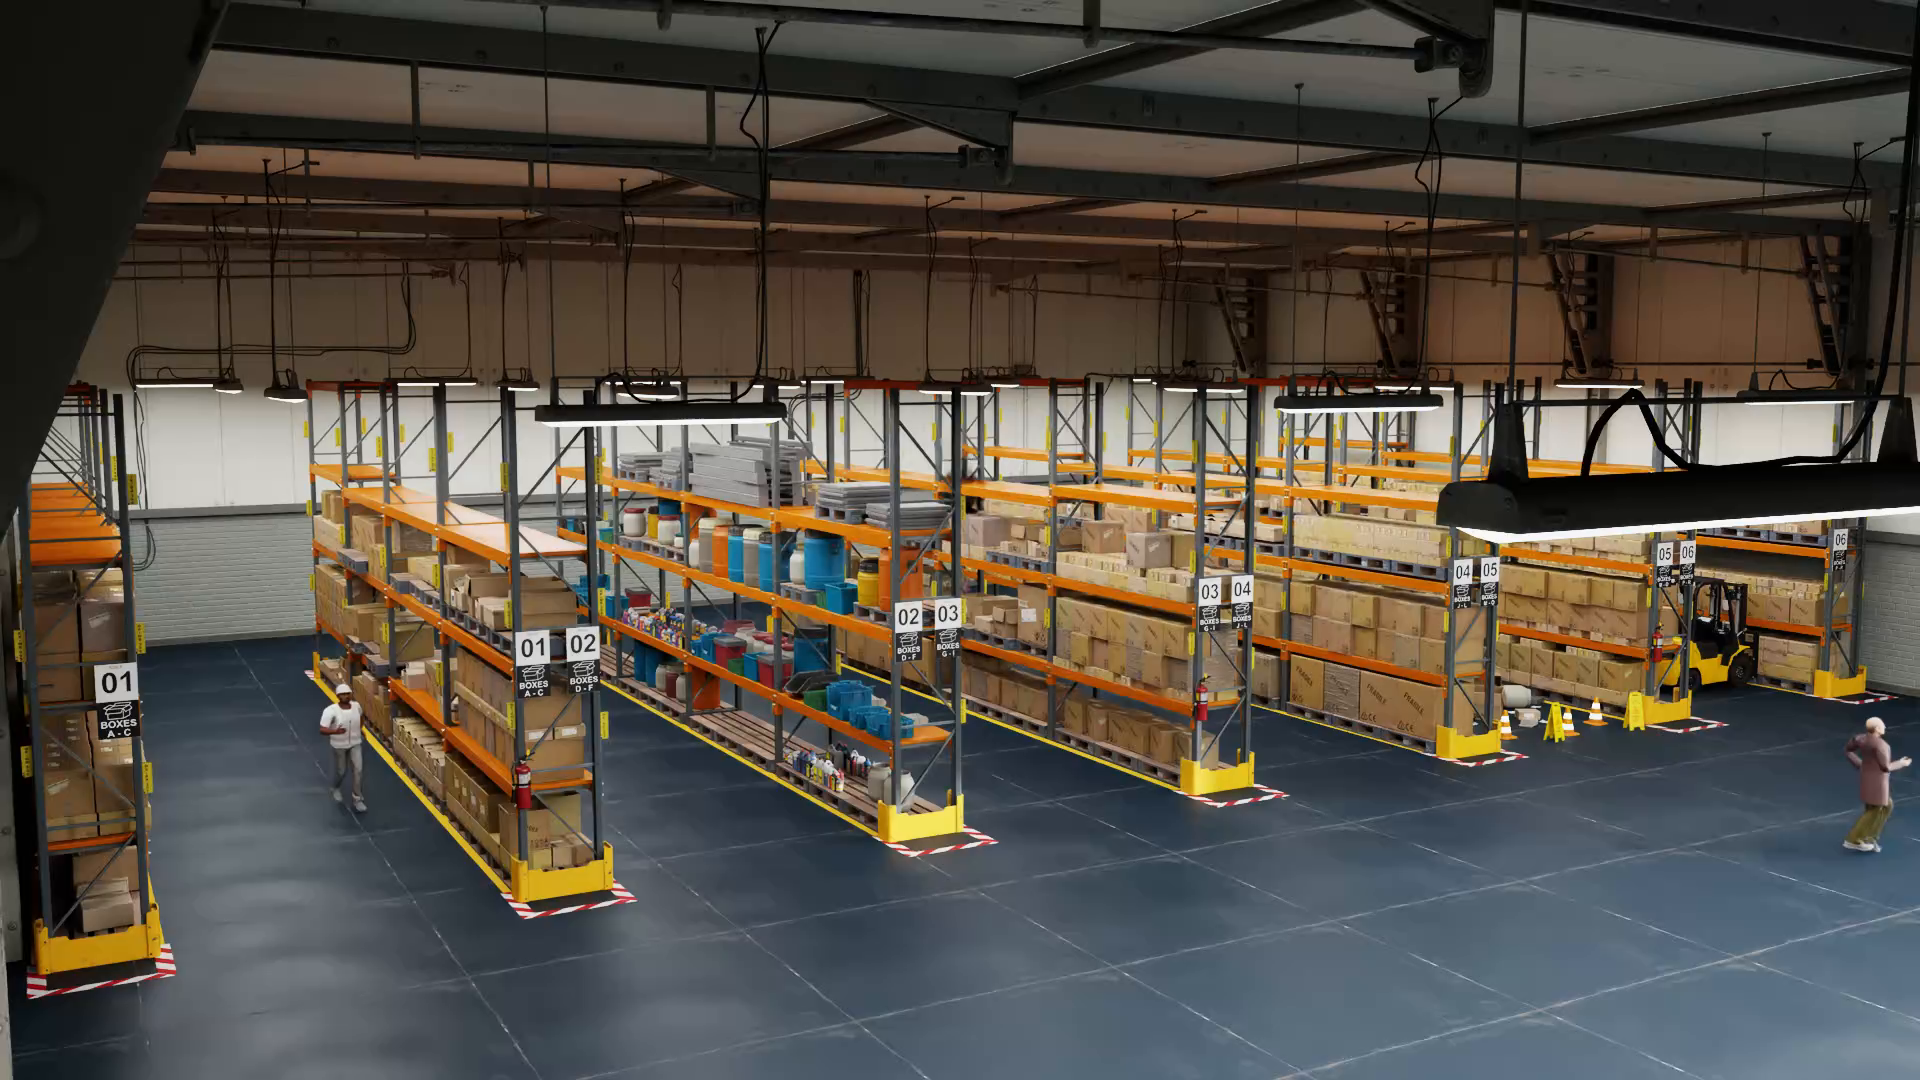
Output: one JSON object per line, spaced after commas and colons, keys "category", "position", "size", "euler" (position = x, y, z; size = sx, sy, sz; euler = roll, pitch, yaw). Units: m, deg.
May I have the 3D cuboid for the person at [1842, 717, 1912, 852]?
{"category": "person", "position": [11.824, 3.179, 21.467], "size": [0.754, 1.814, 0.688], "euler": [1, 6, 6]}

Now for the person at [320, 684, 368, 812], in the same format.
{"category": "person", "position": [-8.699, 2.916, 23.567], "size": [0.701, 1.765, 0.917], "euler": [-5, 8, -40]}

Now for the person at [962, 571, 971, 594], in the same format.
{"category": "person", "position": [0.092, 1.495, 38.055], "size": [0.506, 1.561, 0.611], "euler": [-3, 7, -27]}

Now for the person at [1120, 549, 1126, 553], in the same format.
{"category": "person", "position": [4.146, 0.725, 44.499], "size": [0.904, 1.718, 0.763], "euler": [-1, 6, -9]}
